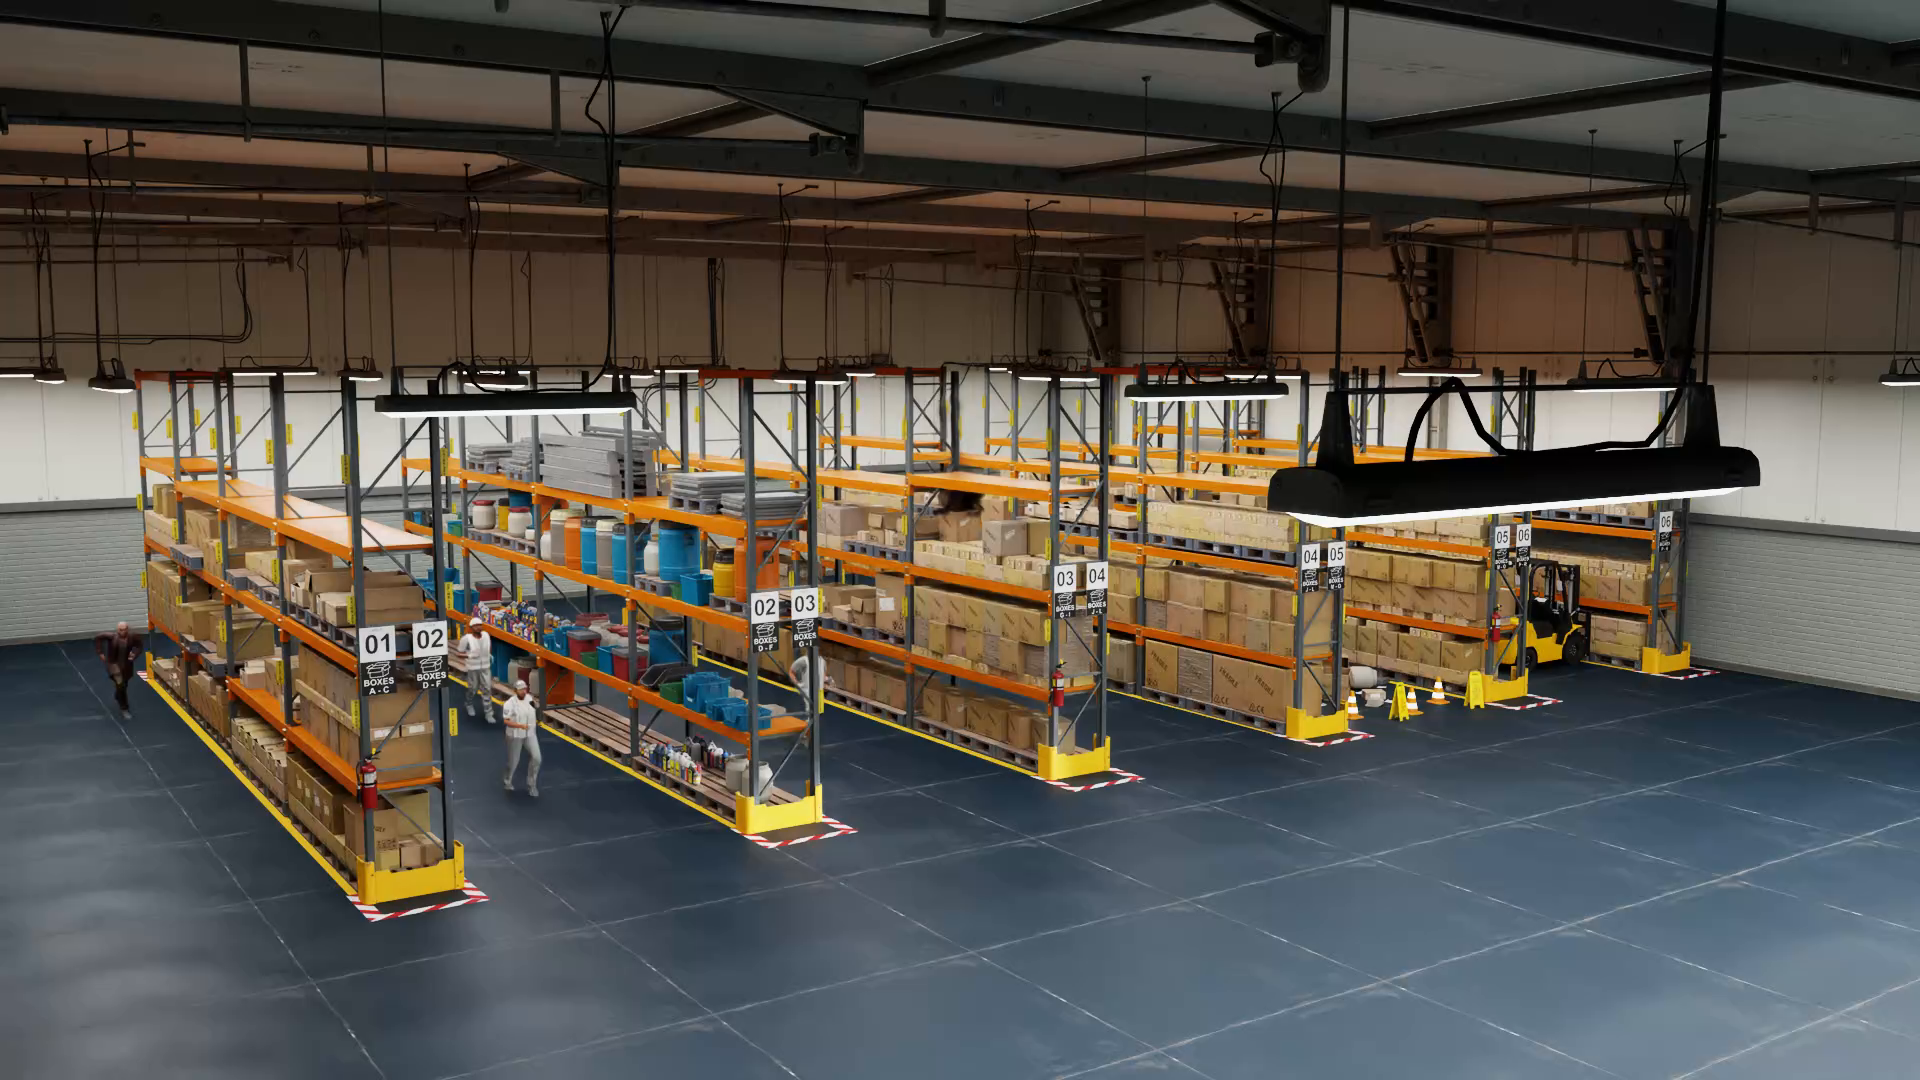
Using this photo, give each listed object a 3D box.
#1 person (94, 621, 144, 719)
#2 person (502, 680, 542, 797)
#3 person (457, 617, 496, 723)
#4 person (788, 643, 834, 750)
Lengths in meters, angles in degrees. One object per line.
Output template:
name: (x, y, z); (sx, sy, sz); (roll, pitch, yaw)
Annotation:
person: (-14.711, 2.240, 29.100); (0.753, 1.744, 1.056); (-5, 8, -36)
person: (-6.298, 2.841, 23.832); (0.556, 1.715, 0.760); (-5, 8, -39)
person: (-8.254, 2.205, 28.461); (0.683, 1.771, 0.969); (-5, 8, -37)
person: (-2.334, 2.459, 26.525); (0.634, 1.773, 0.674); (-6, 9, -44)
